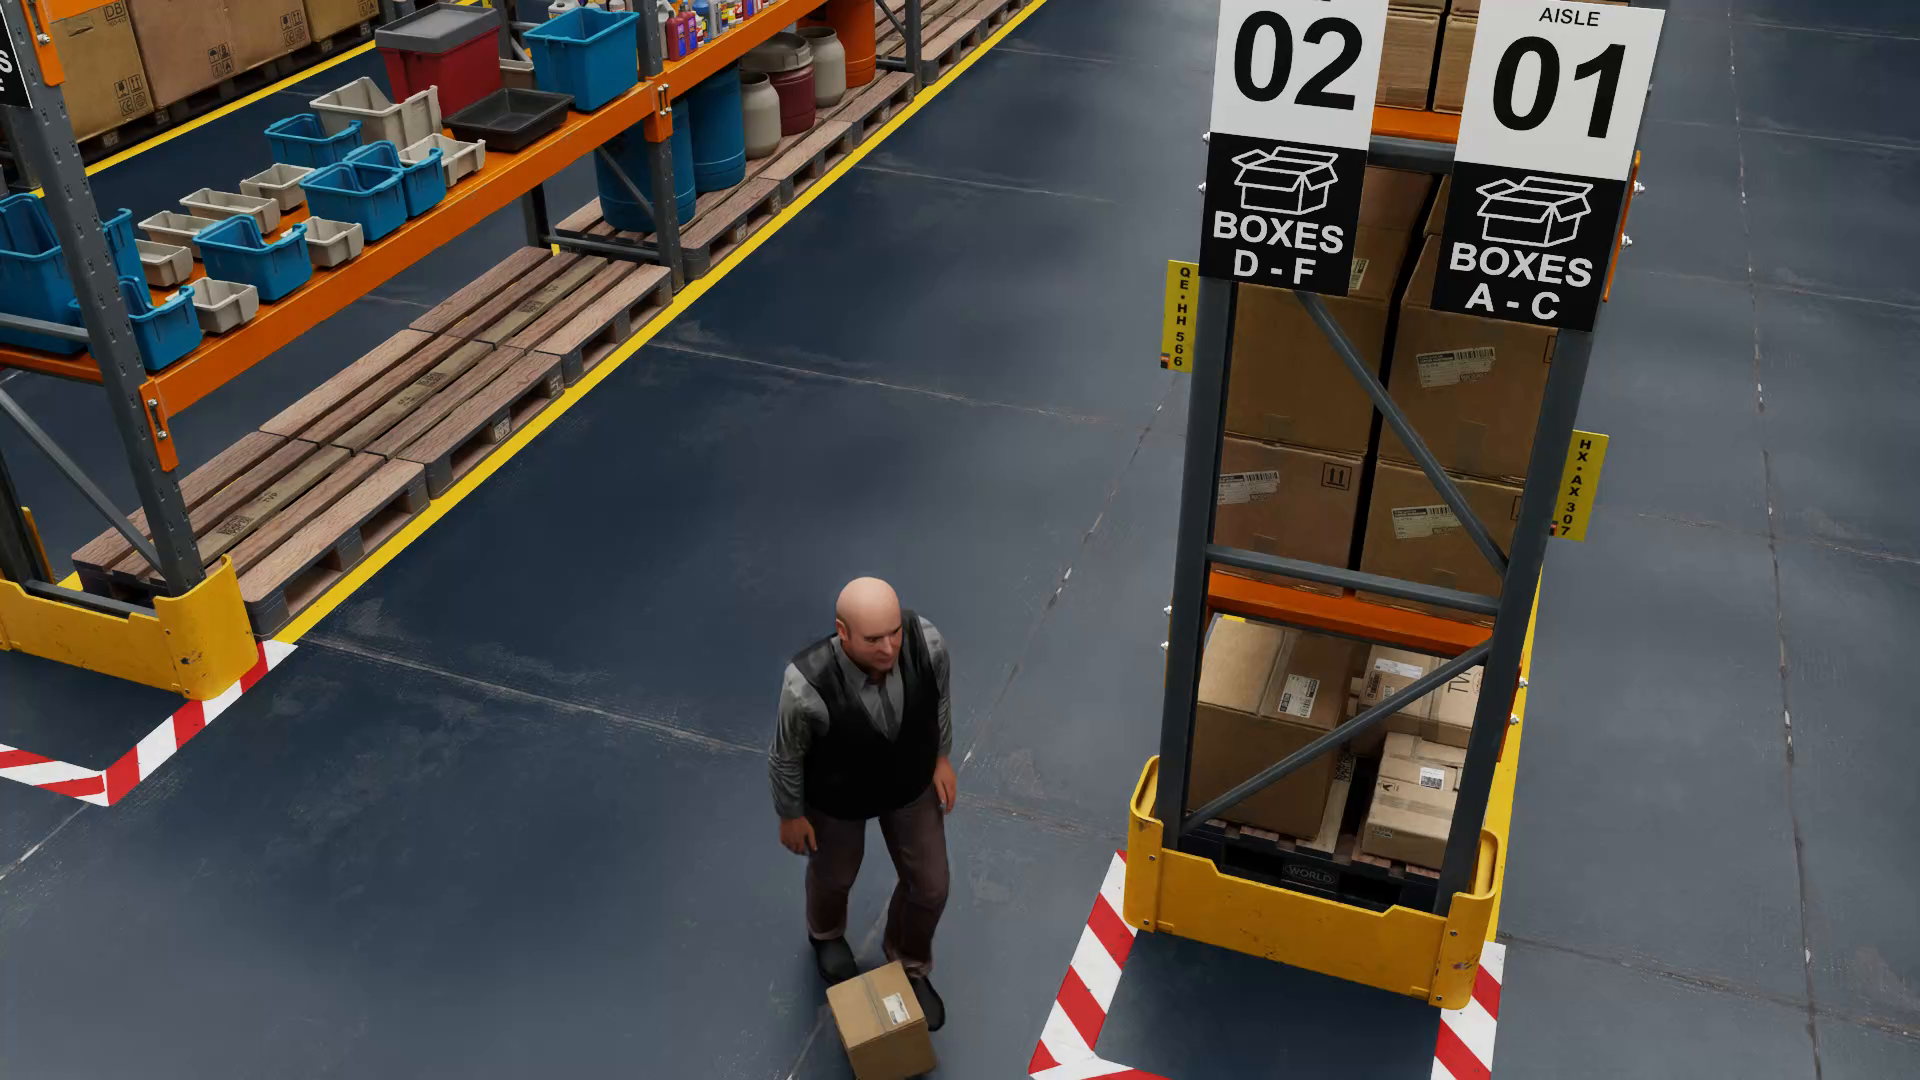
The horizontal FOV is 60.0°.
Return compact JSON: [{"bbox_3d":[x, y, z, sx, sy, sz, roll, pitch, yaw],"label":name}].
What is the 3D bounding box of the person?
[{"bbox_3d":[-0.308,0.754,5.027,0.585,1.733,0.596,-15,36,-22],"label":"person"}]
